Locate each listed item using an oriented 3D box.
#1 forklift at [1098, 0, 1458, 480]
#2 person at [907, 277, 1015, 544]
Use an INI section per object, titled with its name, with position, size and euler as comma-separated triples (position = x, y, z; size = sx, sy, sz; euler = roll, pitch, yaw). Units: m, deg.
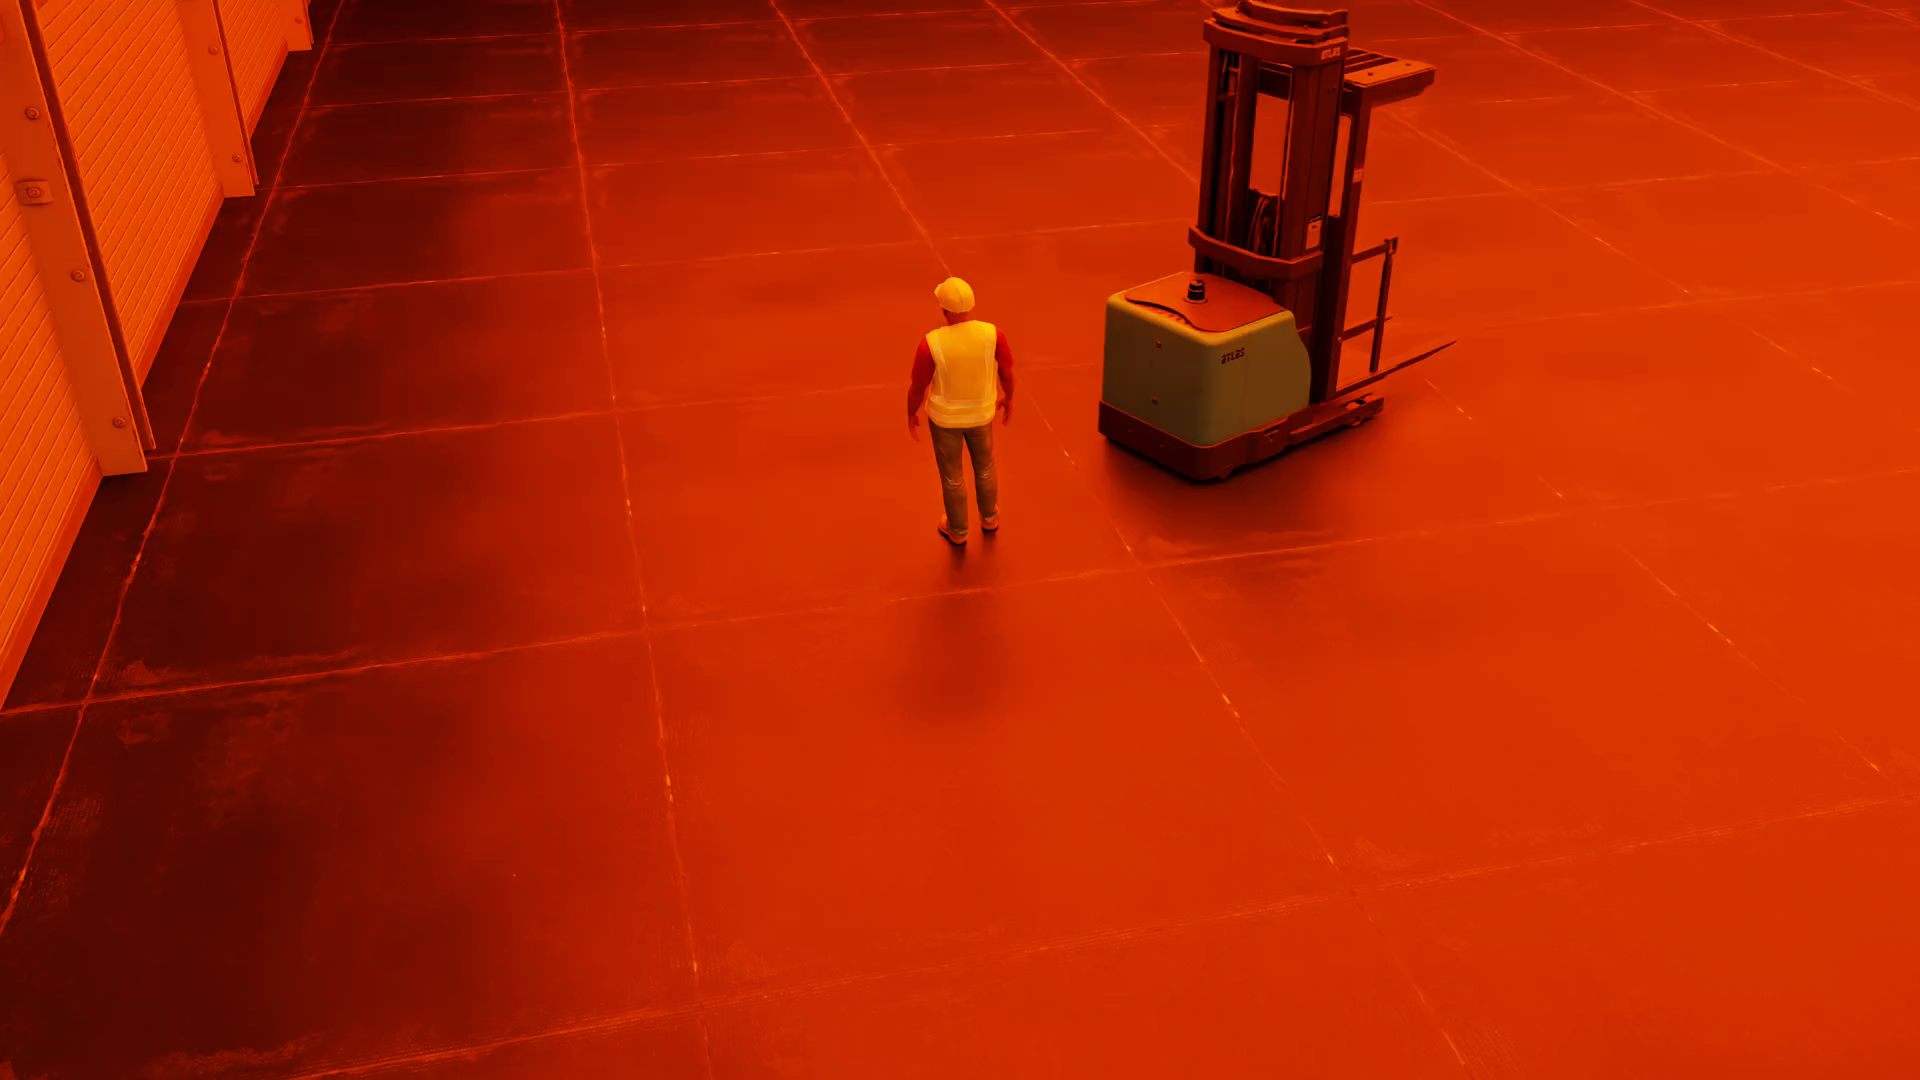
[forklift]
position = 2.431, -2.267, 11.490
size = 3.031, 2.935, 1.130
euler = -22, 37, -33
[person]
position = -0.012, -0.805, 10.114
size = 0.666, 1.768, 0.575
euler = -7, 31, -12
